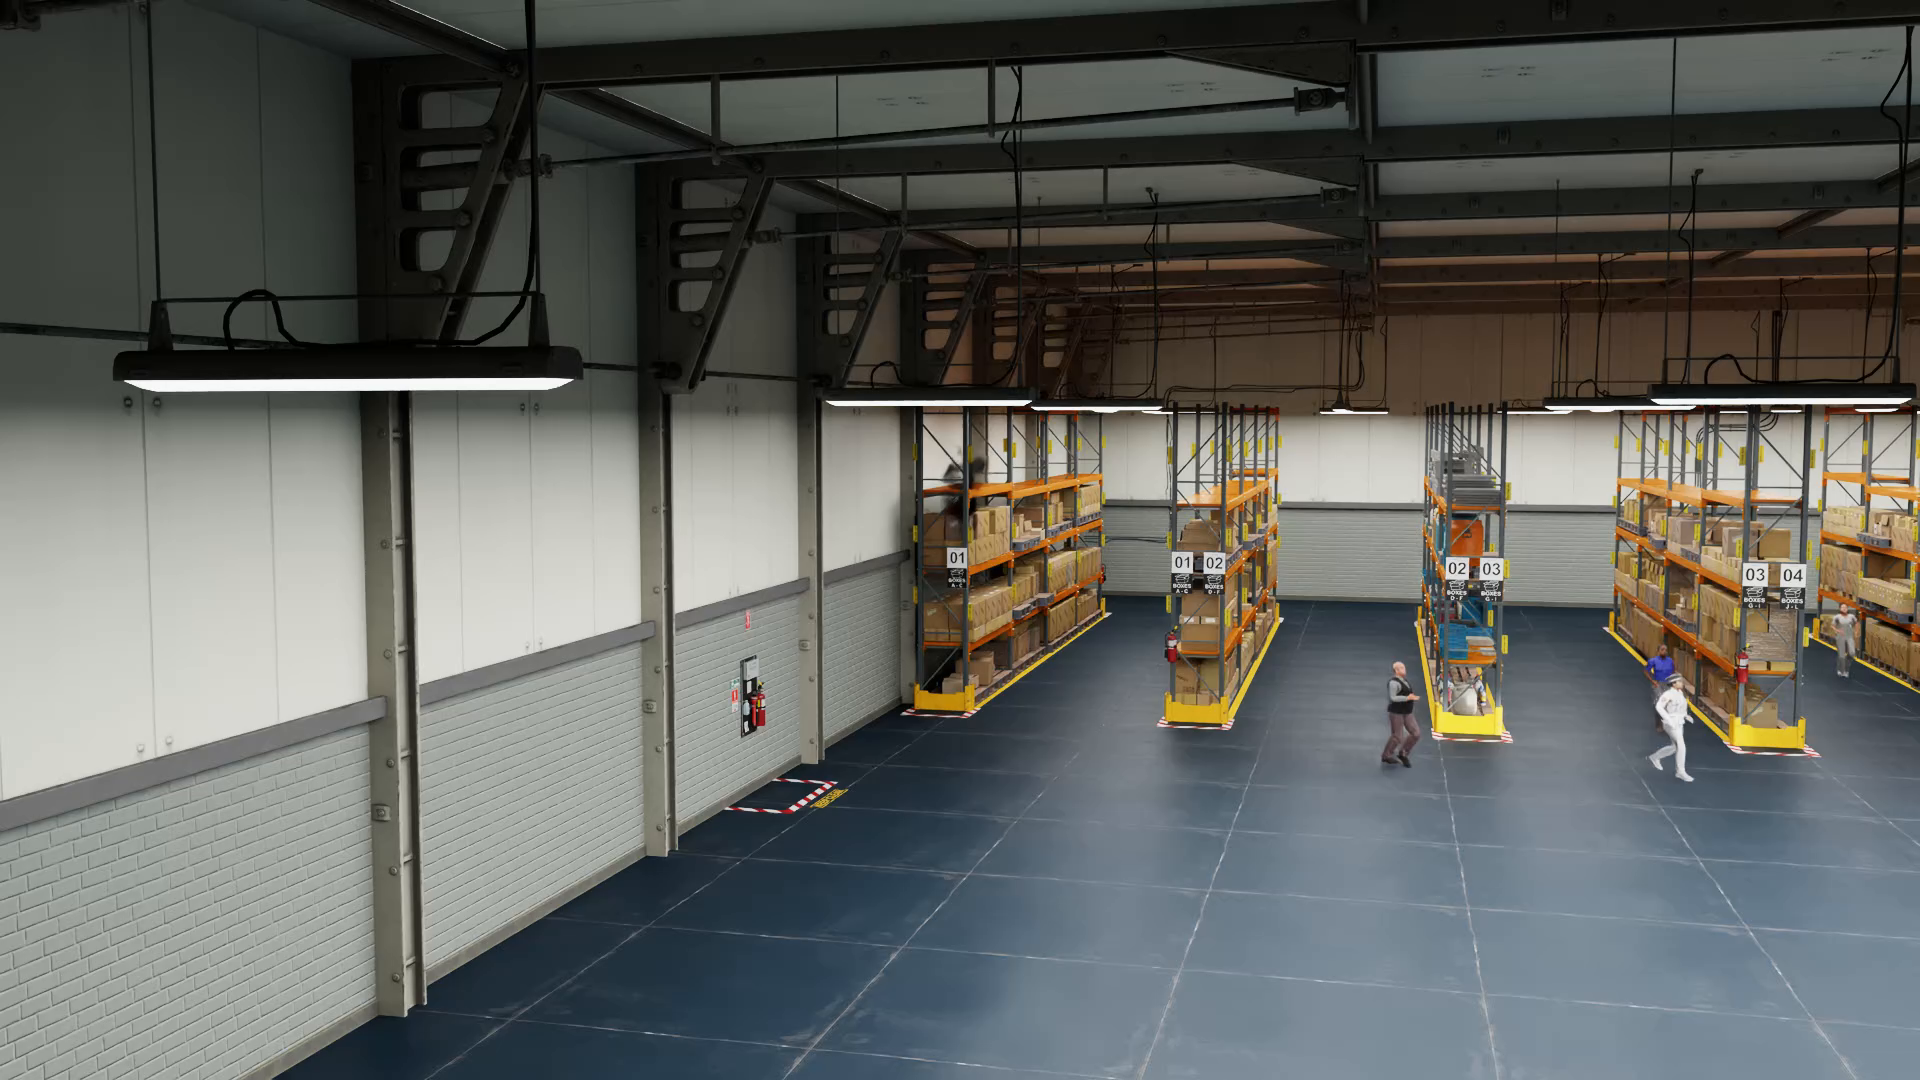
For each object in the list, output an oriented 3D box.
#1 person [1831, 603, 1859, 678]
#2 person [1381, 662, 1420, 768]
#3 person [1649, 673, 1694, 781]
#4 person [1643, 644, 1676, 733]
[{"bbox_3d":[19.487,2.243,36.609,0.574,1.568,0.668,1,4,18],"label":"person"},{"bbox_3d":[7.223,2.869,27.144,0.687,1.755,0.638,4,6,44],"label":"person"},{"bbox_3d":[11.302,2.937,26.420,0.638,1.694,0.769,-4,6,-42],"label":"person"},{"bbox_3d":[12.714,2.686,30.176,0.593,1.620,0.535,0,4,3],"label":"person"}]
